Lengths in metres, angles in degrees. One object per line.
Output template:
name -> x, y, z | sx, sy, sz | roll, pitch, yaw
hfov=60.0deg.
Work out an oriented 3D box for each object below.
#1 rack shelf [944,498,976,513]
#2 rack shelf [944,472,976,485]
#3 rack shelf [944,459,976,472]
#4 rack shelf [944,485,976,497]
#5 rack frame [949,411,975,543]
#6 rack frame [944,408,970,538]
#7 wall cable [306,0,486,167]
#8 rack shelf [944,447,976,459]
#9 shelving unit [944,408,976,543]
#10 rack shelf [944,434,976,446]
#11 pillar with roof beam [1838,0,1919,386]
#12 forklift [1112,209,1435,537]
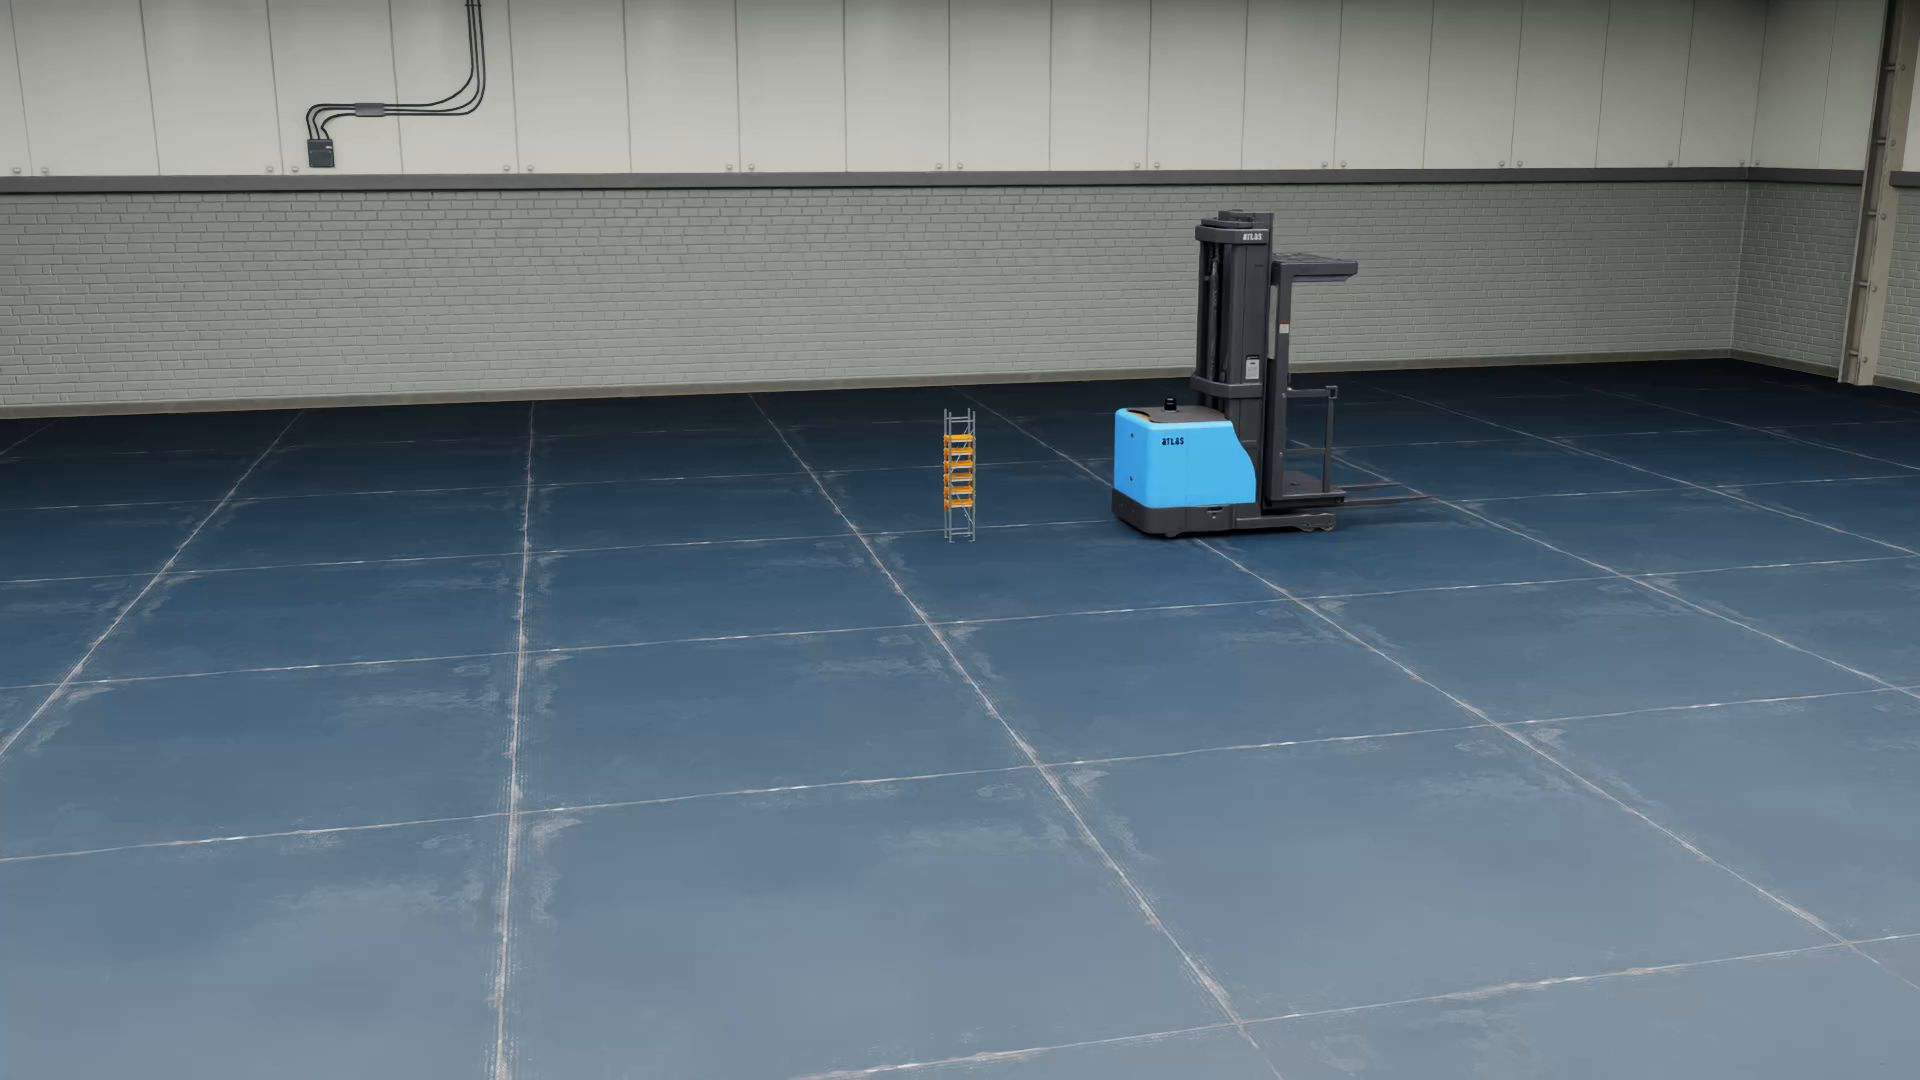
rack shelf -> -0.003, -0.310, 15.189 | 0.258, 0.103, 0.180 | -3, 14, -13
rack shelf -> -0.003, -0.543, 15.132 | 0.258, 0.103, 0.180 | -3, 14, -13
rack shelf -> -0.003, -0.660, 15.103 | 0.258, 0.103, 0.180 | -3, 14, -13
rack shelf -> -0.003, -0.426, 15.160 | 0.258, 0.103, 0.180 | -3, 14, -13
rack frame -> 0.018, -0.565, 15.035 | 0.240, 1.200, 0.006 | -3, 14, -13
rack frame -> -0.025, -0.607, 15.208 | 0.240, 1.200, 0.006 | -3, 14, -13
wall cable -> -7.423, -7.885, 21.398 | 2.305, 6.003, 0.169 | -3, 14, -13
rack shelf -> -0.003, -0.776, 15.075 | 0.258, 0.103, 0.180 | -3, 14, -13
shelving unit -> -0.003, -0.586, 15.121 | 0.258, 1.200, 0.189 | -3, 14, -13
rack shelf -> -0.003, -0.893, 15.046 | 0.258, 0.103, 0.180 | -3, 14, -13
pillar with roof beam -> 9.187, -6.470, 22.772 | 9.100, 9.000, 0.400 | -3, 14, -13
forklift -> 3.041, -1.616, 15.690 | 3.031, 2.935, 1.130 | -4, 14, -14
